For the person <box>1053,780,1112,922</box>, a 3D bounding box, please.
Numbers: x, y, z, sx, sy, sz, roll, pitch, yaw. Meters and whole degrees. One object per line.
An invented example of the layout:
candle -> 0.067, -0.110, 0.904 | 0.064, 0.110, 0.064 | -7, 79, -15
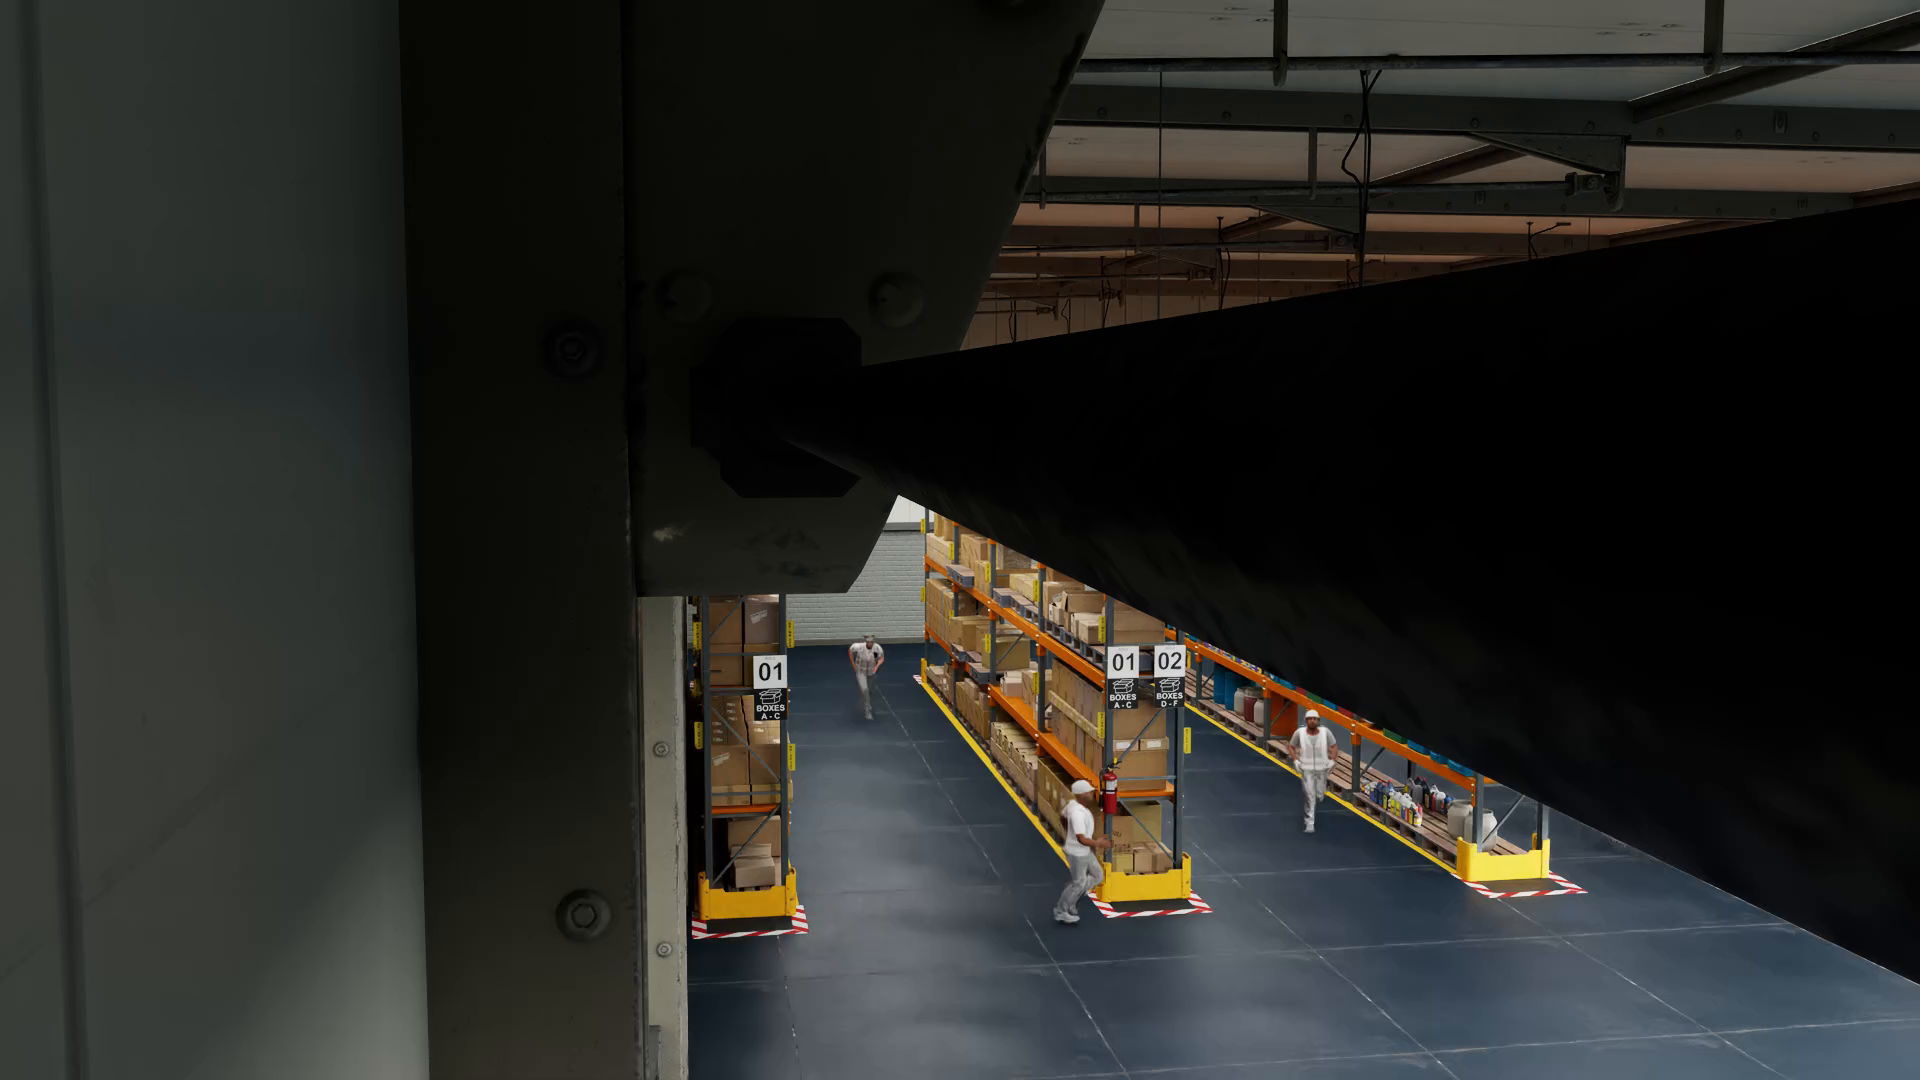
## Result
person -> 1.469, 3.710, 19.879 | 0.700, 1.716, 0.682 | 1, 5, 7

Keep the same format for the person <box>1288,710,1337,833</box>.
person -> 5.144, 3.330, 24.269 | 0.698, 1.768, 0.694 | 0, 5, 5

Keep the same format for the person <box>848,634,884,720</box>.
person -> -1.857, 2.646, 32.786 | 0.705, 1.718, 1.029 | -1, 5, -10
